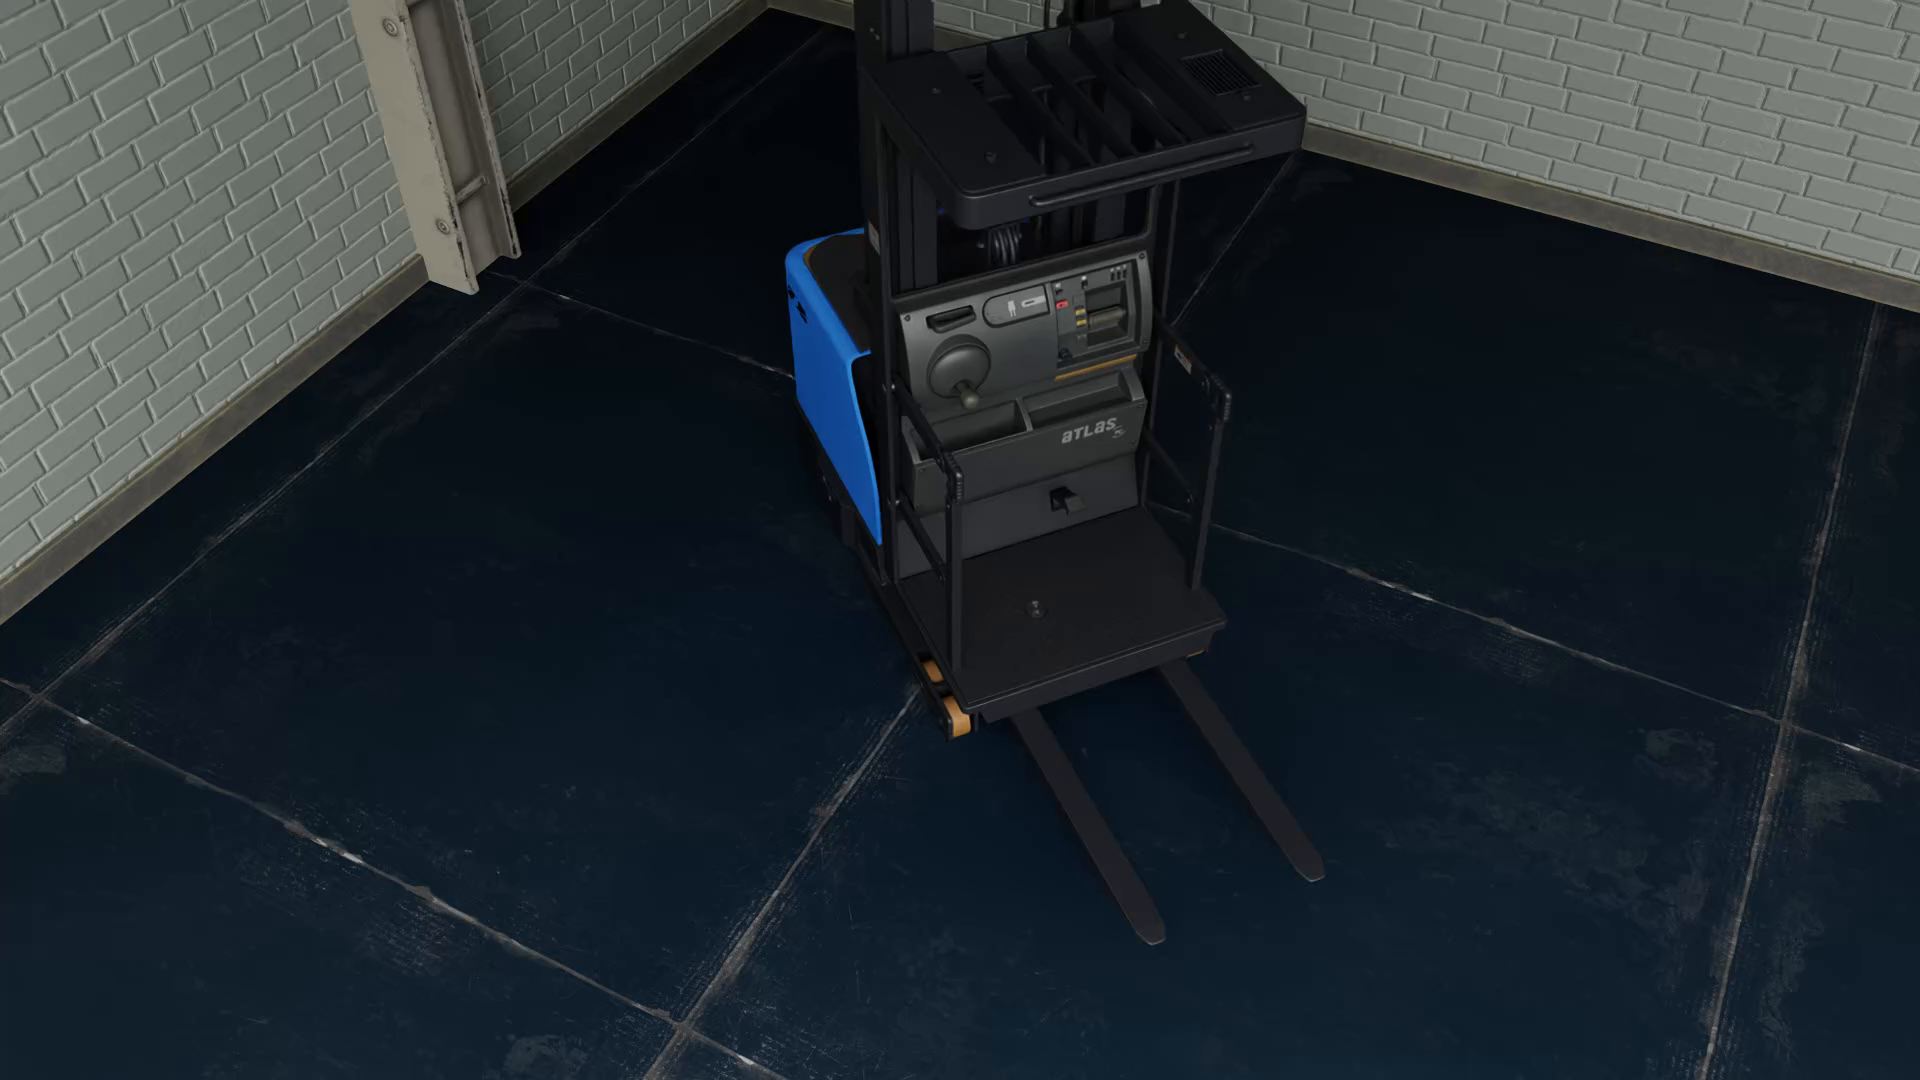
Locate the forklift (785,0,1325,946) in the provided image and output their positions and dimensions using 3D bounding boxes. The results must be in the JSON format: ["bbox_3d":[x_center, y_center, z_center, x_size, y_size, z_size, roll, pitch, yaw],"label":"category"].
[{"bbox_3d":[0.325,-0.636,5.598,1.130,2.935,3.031,-17,48,-16],"label":"forklift"}]

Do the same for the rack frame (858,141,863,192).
[{"bbox_3d":[-0.291,-1.232,7.411,0.240,1.200,0.006,-11,38,-10],"label":"rack frame"}]

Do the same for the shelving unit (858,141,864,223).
[{"bbox_3d":[-0.268,-1.179,7.340,0.258,1.200,0.189,-11,38,-10],"label":"shelving unit"}]

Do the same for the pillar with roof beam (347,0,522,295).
[{"bbox_3d":[1.357,-3.128,3.794,9.100,9.000,0.400,20,49,19],"label":"pillar with roof beam"}]

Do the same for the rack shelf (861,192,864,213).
[{"bbox_3d":[-0.279,-1.429,7.149,0.258,0.103,0.180,-11,38,-10],"label":"rack shelf"}]
